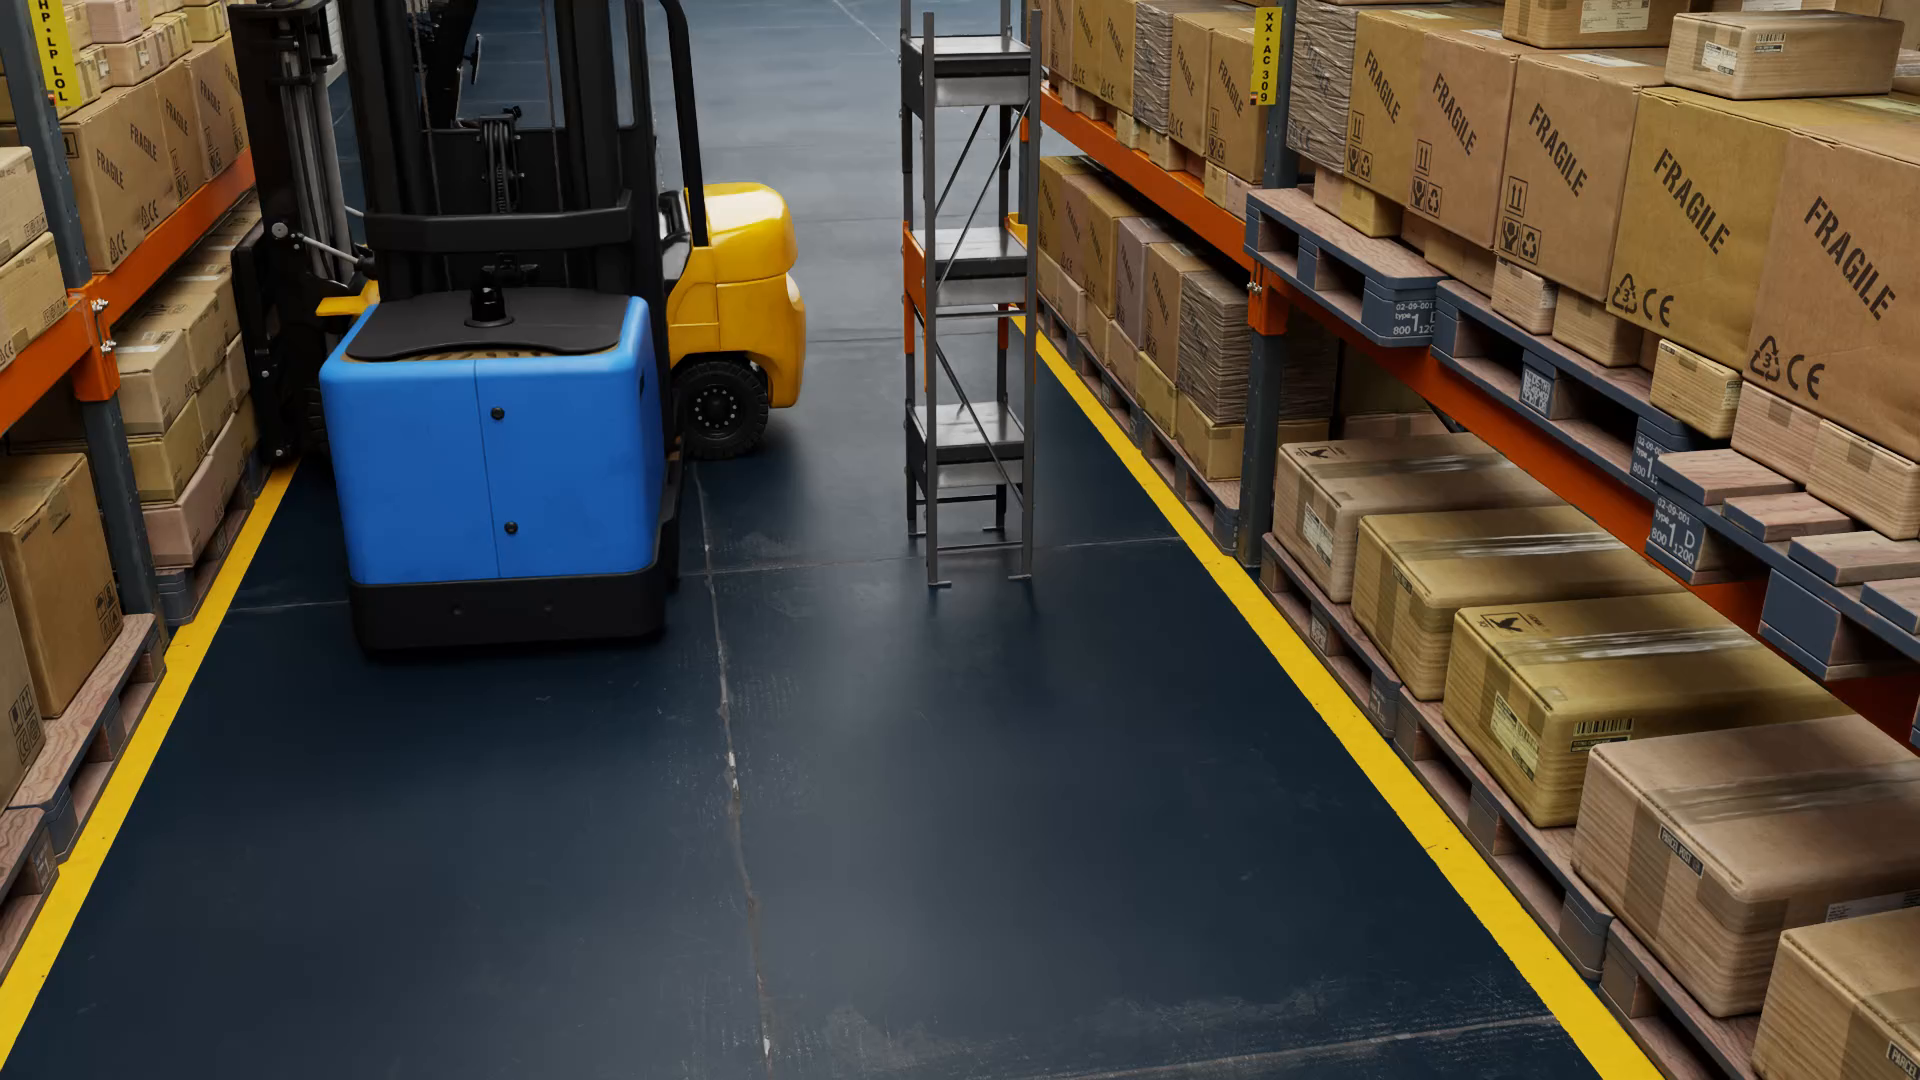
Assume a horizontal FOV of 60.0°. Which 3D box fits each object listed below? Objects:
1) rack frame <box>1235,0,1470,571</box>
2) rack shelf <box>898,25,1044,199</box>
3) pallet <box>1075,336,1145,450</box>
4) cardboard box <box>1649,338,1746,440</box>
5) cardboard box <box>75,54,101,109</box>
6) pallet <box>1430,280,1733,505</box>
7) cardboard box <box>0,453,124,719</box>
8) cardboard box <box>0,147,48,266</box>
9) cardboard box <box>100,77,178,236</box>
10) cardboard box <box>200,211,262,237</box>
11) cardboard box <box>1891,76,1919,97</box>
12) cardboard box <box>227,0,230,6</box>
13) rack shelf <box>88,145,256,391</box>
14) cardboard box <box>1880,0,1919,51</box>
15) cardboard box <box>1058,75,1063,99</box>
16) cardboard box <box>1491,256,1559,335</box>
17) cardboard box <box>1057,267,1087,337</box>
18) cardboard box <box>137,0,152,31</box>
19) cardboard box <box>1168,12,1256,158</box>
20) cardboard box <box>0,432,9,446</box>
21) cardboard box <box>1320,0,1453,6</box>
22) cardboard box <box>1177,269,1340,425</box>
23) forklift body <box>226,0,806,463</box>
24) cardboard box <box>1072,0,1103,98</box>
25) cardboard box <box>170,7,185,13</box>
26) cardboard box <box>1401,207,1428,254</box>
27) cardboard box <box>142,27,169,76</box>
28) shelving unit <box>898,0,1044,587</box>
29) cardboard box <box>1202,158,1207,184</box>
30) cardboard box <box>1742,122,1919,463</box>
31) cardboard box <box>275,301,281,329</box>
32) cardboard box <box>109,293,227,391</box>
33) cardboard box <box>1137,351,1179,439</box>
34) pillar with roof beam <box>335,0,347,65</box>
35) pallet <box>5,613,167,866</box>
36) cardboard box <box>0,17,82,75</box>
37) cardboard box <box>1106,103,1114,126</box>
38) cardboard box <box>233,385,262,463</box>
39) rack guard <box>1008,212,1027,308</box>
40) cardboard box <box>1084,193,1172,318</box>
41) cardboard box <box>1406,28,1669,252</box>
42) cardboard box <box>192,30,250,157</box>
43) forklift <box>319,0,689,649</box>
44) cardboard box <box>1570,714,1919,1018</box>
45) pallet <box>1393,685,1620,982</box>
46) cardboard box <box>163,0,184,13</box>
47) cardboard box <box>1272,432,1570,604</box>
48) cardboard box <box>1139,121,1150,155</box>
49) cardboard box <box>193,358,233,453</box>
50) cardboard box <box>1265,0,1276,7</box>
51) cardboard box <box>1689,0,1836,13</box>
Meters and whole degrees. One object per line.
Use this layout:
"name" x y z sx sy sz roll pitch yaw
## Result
"rack frame" 1.591 -1.316 6.016 1.000 3.000 0.127 -4 24 -10
"rack shelf" 0.031 -1.526 5.906 0.431 0.518 0.480 -4 24 -10
"pallet" 1.203 -0.781 8.274 1.003 0.211 1.213 -4 24 -10
"cardboard box" 1.724 -0.335 3.557 0.380 0.149 0.250 -4 24 -9
"cardboard box" -3.136 -1.537 5.586 0.380 0.149 0.250 -4 24 -9
"pallet" 1.925 -0.431 4.228 1.003 0.211 1.213 -4 24 -10
"cardboard box" -3.179 0.153 5.095 0.875 0.625 0.625 -3 24 -7
"cardboard box" -2.944 -0.934 4.703 0.500 0.250 0.500 -5 24 -11
"cardboard box" -3.224 -1.391 6.062 0.500 0.500 0.500 -4 24 -9
"cardboard box" -3.431 -1.355 7.767 0.500 0.250 0.500 -4 24 -9
"cardboard box" 2.267 -0.724 3.640 0.500 0.500 0.500 -4 24 -9
"cardboard box" -3.587 -2.445 7.665 0.380 0.149 0.250 -4 24 -10
"rack shelf" -3.656 -1.404 7.117 1.077 0.370 4.000 -4 24 -10
"cardboard box" 5.934 -3.007 9.700 0.875 0.550 0.550 -4 24 -10
"cardboard box" 0.741 -2.417 8.850 0.380 0.149 0.250 -5 24 -11
"cardboard box" 1.597 -0.638 4.253 0.380 0.149 0.250 -3 24 -8
"cardboard box" 0.816 -1.283 8.851 0.500 0.250 0.500 -3 24 -8
"cardboard box" -3.268 -1.979 6.226 0.380 0.149 0.250 -5 24 -11
"cardboard box" 1.163 -1.857 6.757 0.500 0.500 0.500 -4 24 -8
"cardboard box" -3.567 -0.517 5.848 0.500 0.250 0.500 -4 24 -9
"cardboard box" 1.331 -1.777 5.239 0.380 0.149 0.250 -4 24 -10
"cardboard box" 1.218 -0.805 6.820 0.500 0.500 0.500 -5 24 -10
"forklift body" -1.882 -1.521 7.545 2.313 2.155 1.214 -4 24 -10
"cardboard box" 0.861 -2.461 8.141 0.500 0.500 0.500 -5 24 -11
"cardboard box" -3.468 -2.141 6.968 0.380 0.149 0.250 -4 24 -10
"cardboard box" 1.548 -0.948 4.962 0.380 0.149 0.250 -3 24 -6
"cardboard box" -3.231 -1.843 6.288 0.380 0.149 0.250 -5 24 -10
"shelving unit" 0.031 -0.897 6.181 0.431 2.100 0.503 -4 24 -10
"cardboard box" 1.208 -1.511 6.776 0.380 0.149 0.250 -4 24 -9
"cardboard box" 1.867 -0.478 3.076 0.500 0.500 0.500 -5 24 -11
"cardboard box" -3.430 -1.114 7.840 0.500 0.250 0.500 -5 24 -11
"cardboard box" -3.152 -0.753 6.389 0.500 0.250 0.500 -4 24 -10
"cardboard box" 1.109 -0.670 7.447 0.500 0.250 0.500 -5 24 -11
"pillar with roof beam" -2.771 -9.968 18.330 9.100 9.000 0.400 -4 24 -10
"pallet" -3.112 0.617 5.073 1.003 0.211 1.213 -4 24 -10
"cardboard box" -3.054 -1.574 5.300 0.380 0.149 0.250 -4 24 -9
"cardboard box" 0.931 -2.115 8.159 0.380 0.149 0.250 -3 24 -8
"cardboard box" -3.270 -0.494 7.044 0.500 0.250 0.500 -4 24 -9
"rack guard" 0.866 -1.714 10.050 1.175 0.500 0.348 -4 24 -10
"cardboard box" 0.920 -1.415 8.217 0.500 0.500 0.500 -4 24 -9
"cardboard box" 1.567 -1.093 4.483 0.500 0.500 0.500 -4 24 -10
"cardboard box" -3.495 -1.986 7.425 0.500 0.500 0.500 -5 24 -11
"forklift" -1.741 -1.522 6.574 1.130 2.935 3.031 -3 24 -6
"cardboard box" 2.092 0.756 4.029 0.950 0.372 0.625 -5 24 -11
"pallet" 1.966 0.749 4.772 1.003 0.211 1.213 -4 24 -10
"cardboard box" -3.463 -2.272 6.897 0.380 0.149 0.250 -4 24 -9
"cardboard box" 1.691 -0.098 5.986 0.950 0.372 0.625 -4 24 -9
"cardboard box" 1.023 -1.807 7.454 0.380 0.149 0.250 -5 24 -11
"cardboard box" -3.167 -0.520 6.479 0.500 0.250 0.500 -4 24 -10
"cardboard box" 1.650 -2.348 6.633 0.700 0.500 0.500 -4 24 -9
"cardboard box" 2.112 -1.447 4.484 0.380 0.149 0.250 -5 24 -12
